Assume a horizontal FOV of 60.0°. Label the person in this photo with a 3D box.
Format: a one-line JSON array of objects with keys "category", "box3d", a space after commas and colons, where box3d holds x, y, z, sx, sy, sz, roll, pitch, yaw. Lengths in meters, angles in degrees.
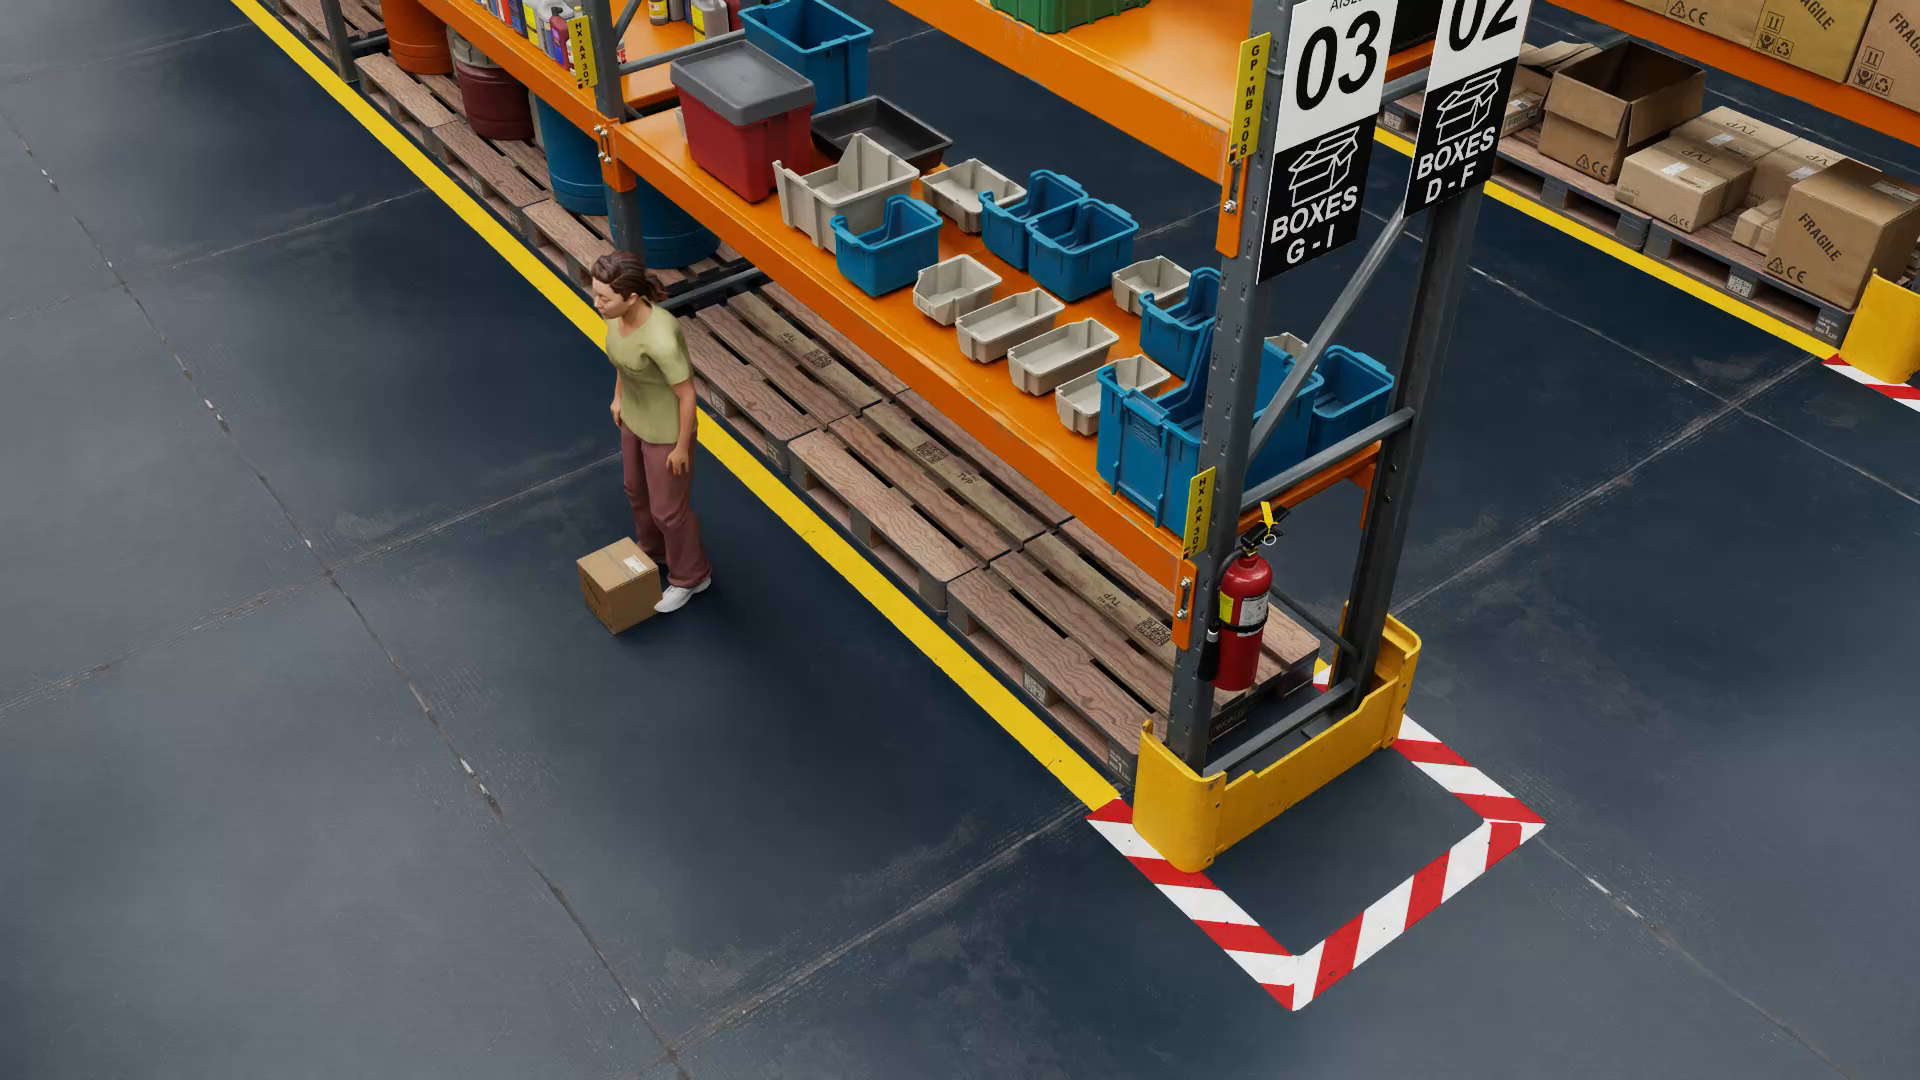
[{"category": "person", "box3d": [-1.238, -0.448, 6.684, 0.352, 1.673, 0.515, -28, 48, -29]}]
